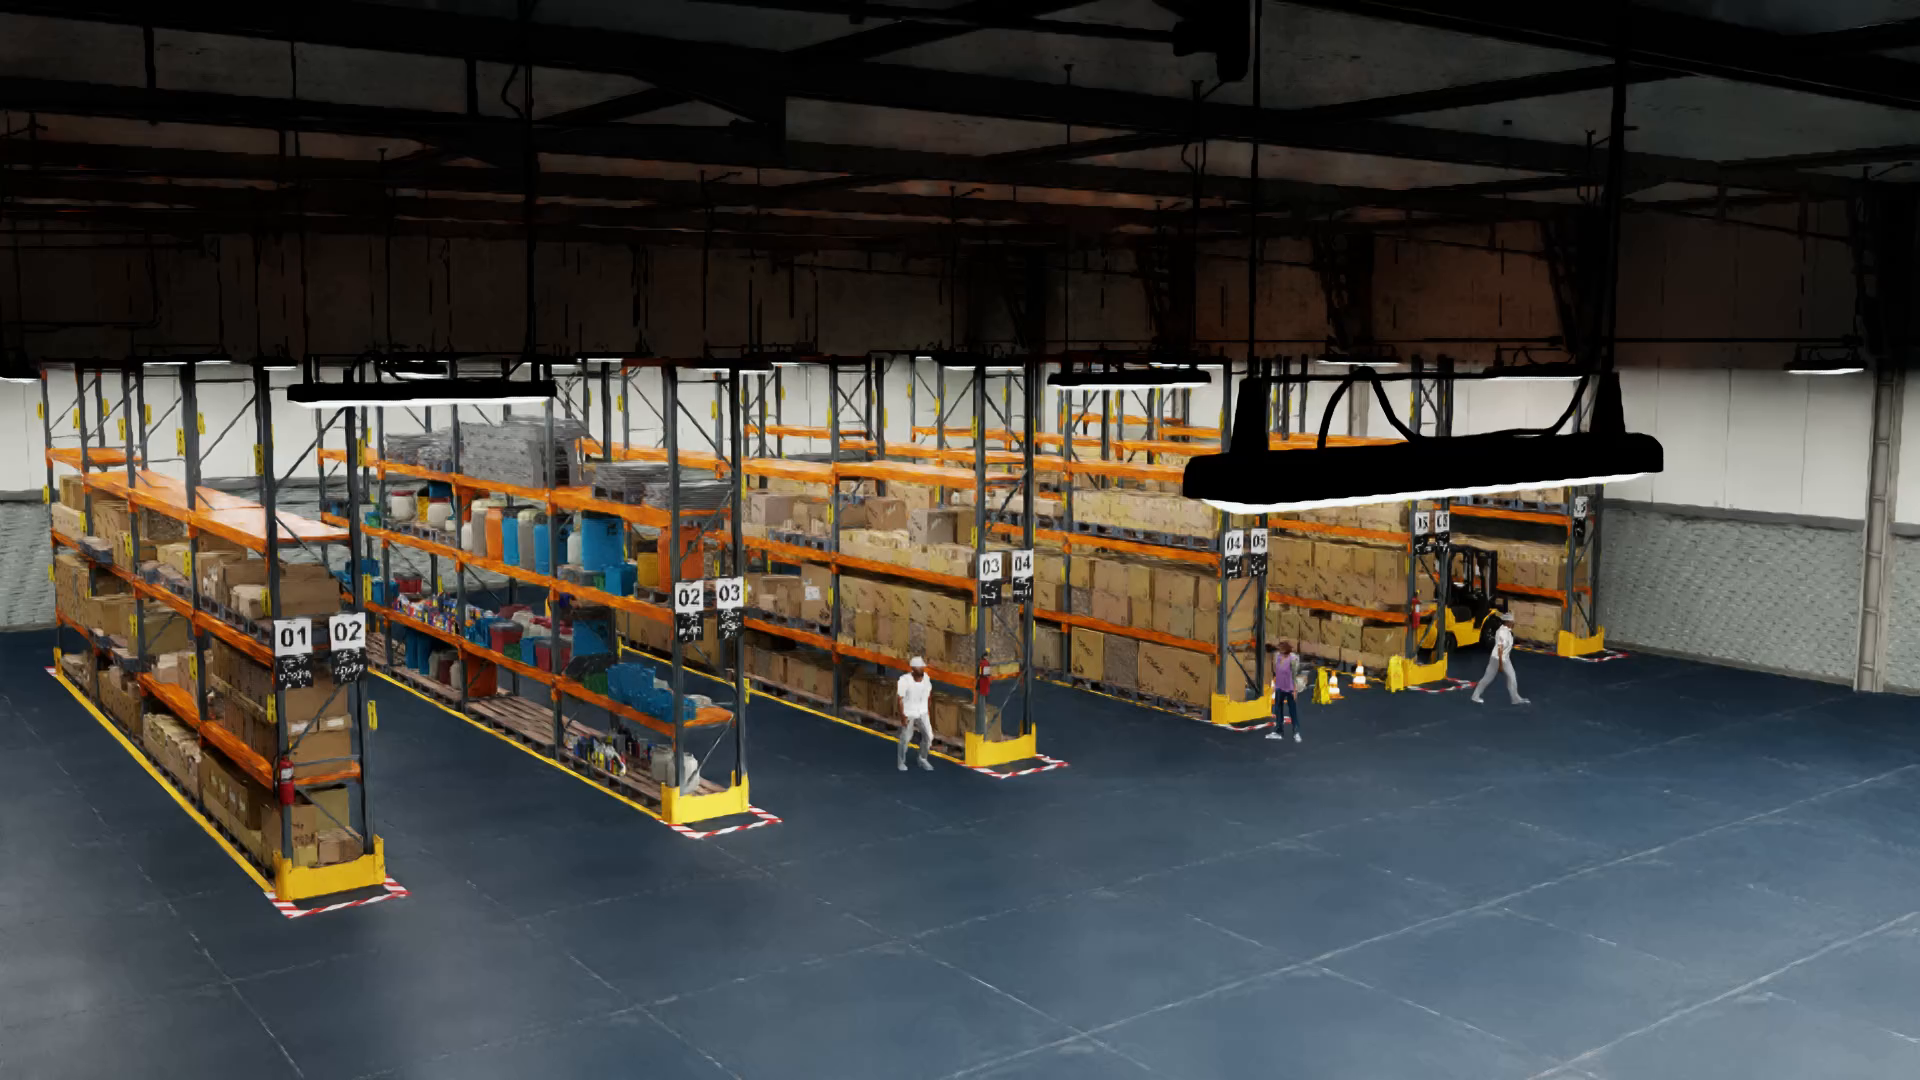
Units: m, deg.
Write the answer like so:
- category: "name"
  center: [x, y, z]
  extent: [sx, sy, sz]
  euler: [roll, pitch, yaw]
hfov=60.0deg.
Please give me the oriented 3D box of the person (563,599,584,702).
- category: "person"
  center: [-6.708, 1.923, 29.212]
  extent: [0.670, 1.782, 0.450]
  euler: [4, 8, 32]

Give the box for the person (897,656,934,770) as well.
- category: "person"
  center: [-0.675, 2.539, 24.475]
  extent: [0.644, 1.731, 0.601]
  euler: [-5, 8, -34]

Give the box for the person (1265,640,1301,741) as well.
- category: "person"
  center: [5.174, 2.377, 26.336]
  extent: [0.443, 1.595, 0.518]
  euler: [-5, 9, -39]

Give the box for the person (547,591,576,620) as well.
- category: "person"
  center: [-8.144, 1.465, 34.006]
  extent: [0.592, 1.604, 0.518]
  euler: [-5, 9, -37]

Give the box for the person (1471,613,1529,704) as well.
- category: "person"
  center: [9.429, 2.054, 28.963]
  extent: [0.938, 1.620, 0.489]
  euler: [4, 8, 30]
